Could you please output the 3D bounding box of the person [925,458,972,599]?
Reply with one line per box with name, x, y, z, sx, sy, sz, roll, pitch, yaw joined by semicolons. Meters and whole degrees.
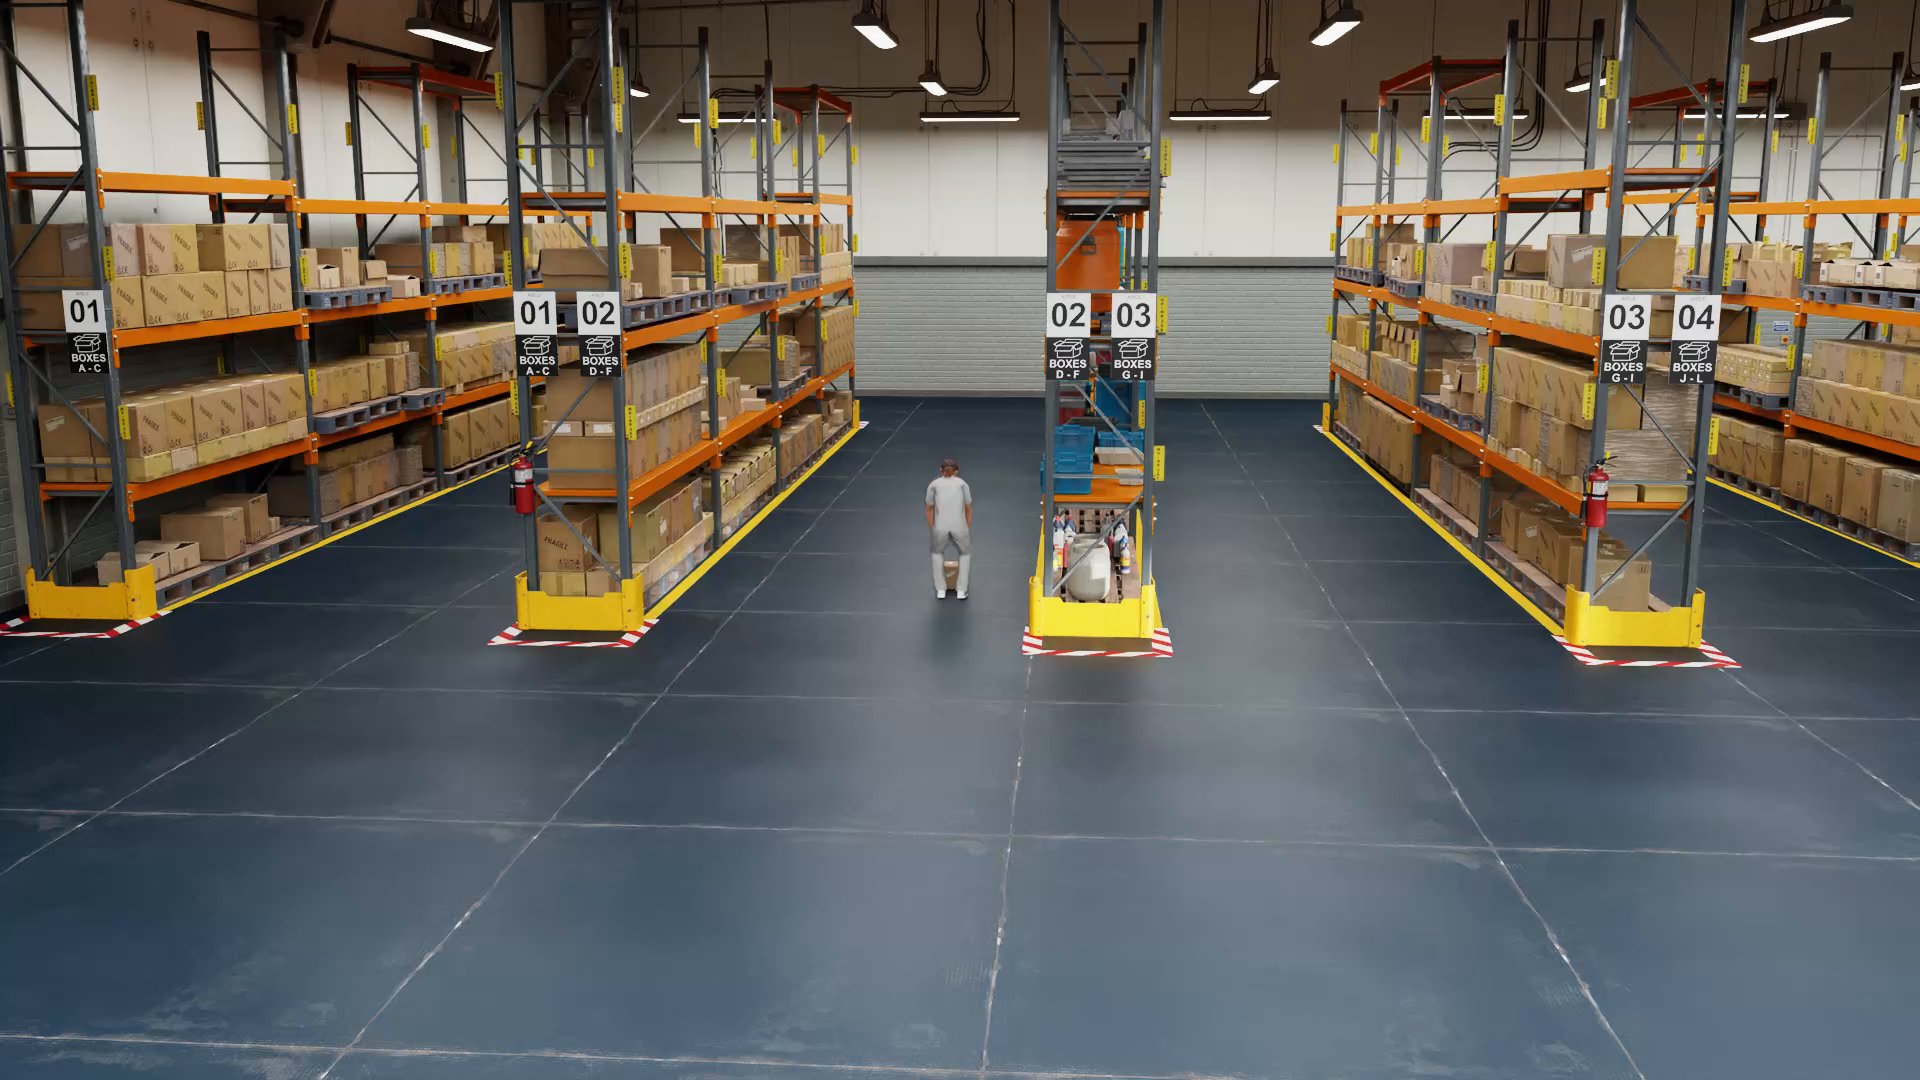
person;-0.124;-0.113;17.232;0.490;1.418;0.616;1;11;4
